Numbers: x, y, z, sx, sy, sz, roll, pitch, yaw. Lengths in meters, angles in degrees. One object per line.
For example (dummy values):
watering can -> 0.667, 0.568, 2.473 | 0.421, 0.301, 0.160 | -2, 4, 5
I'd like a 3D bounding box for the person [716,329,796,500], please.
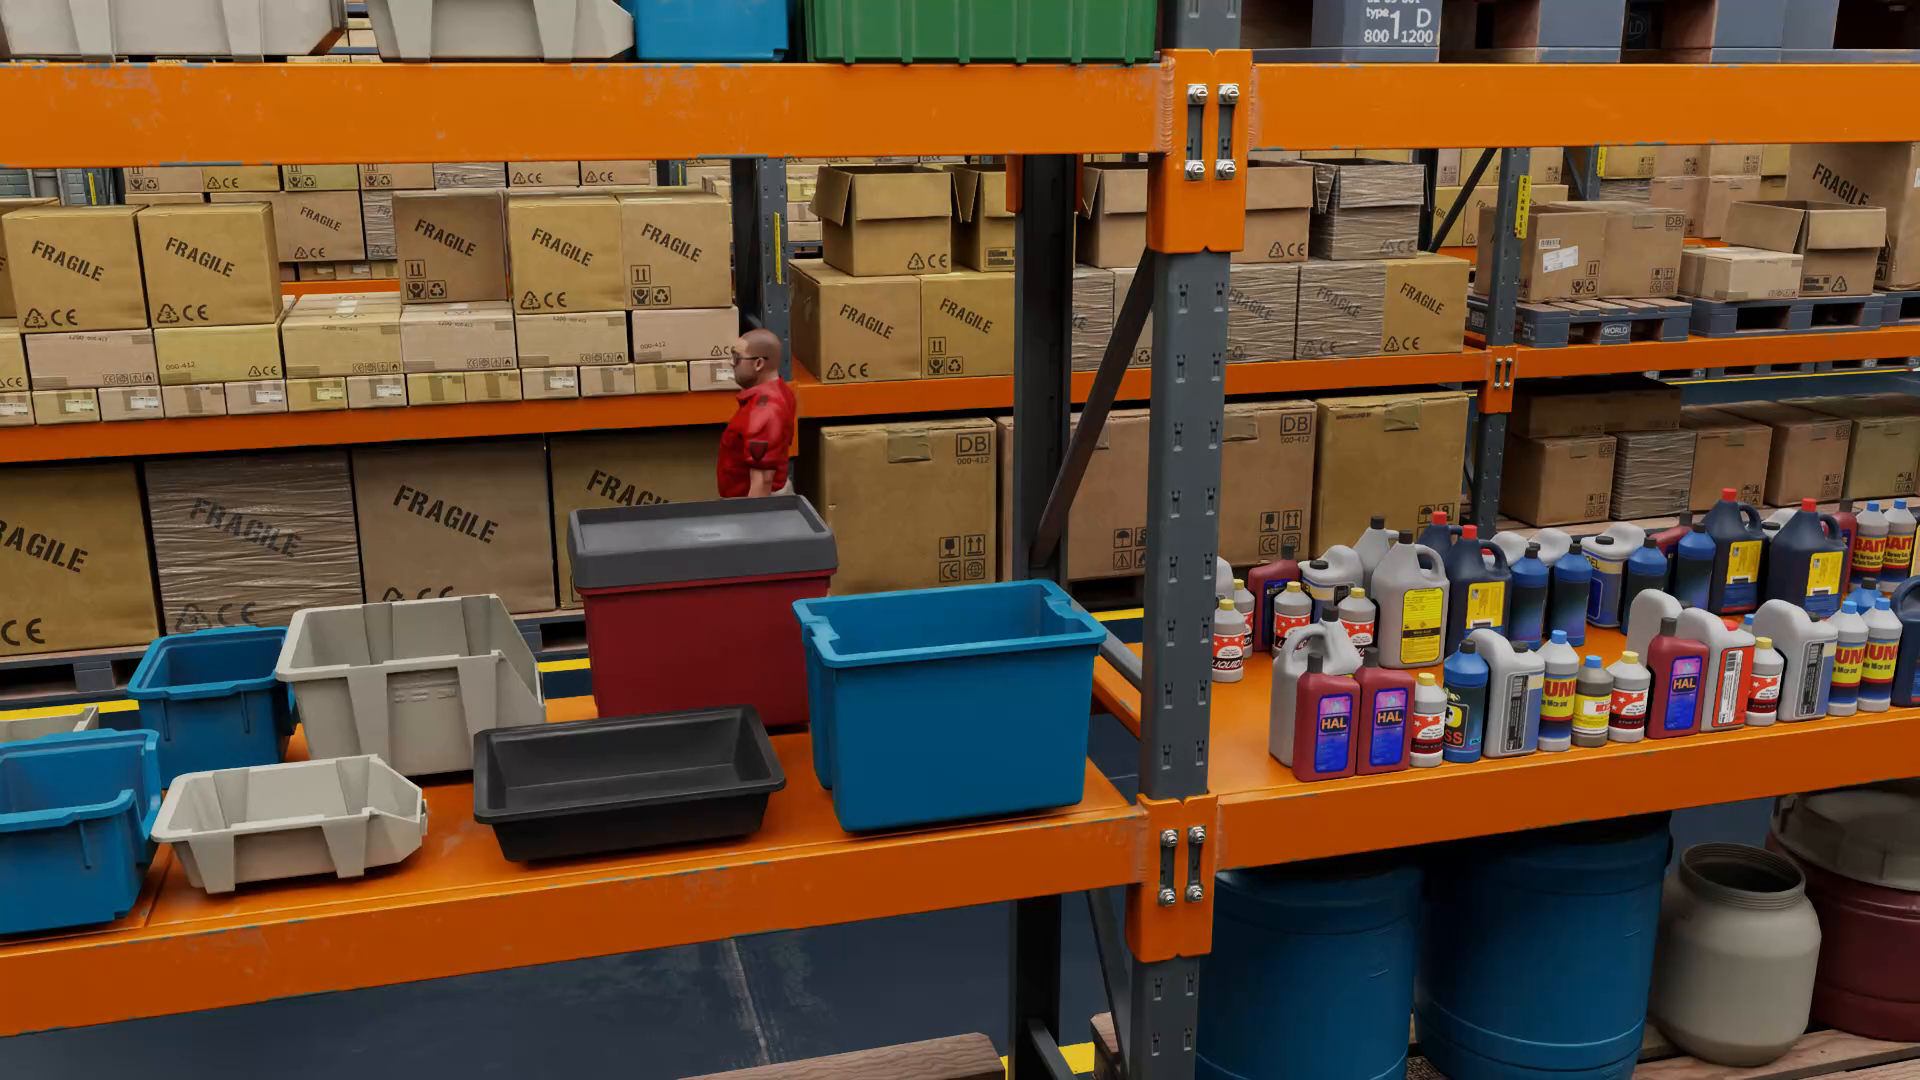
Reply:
person -> -0.884, -0.023, 7.196 | 0.448, 1.793, 0.577 | 0, 16, 0
